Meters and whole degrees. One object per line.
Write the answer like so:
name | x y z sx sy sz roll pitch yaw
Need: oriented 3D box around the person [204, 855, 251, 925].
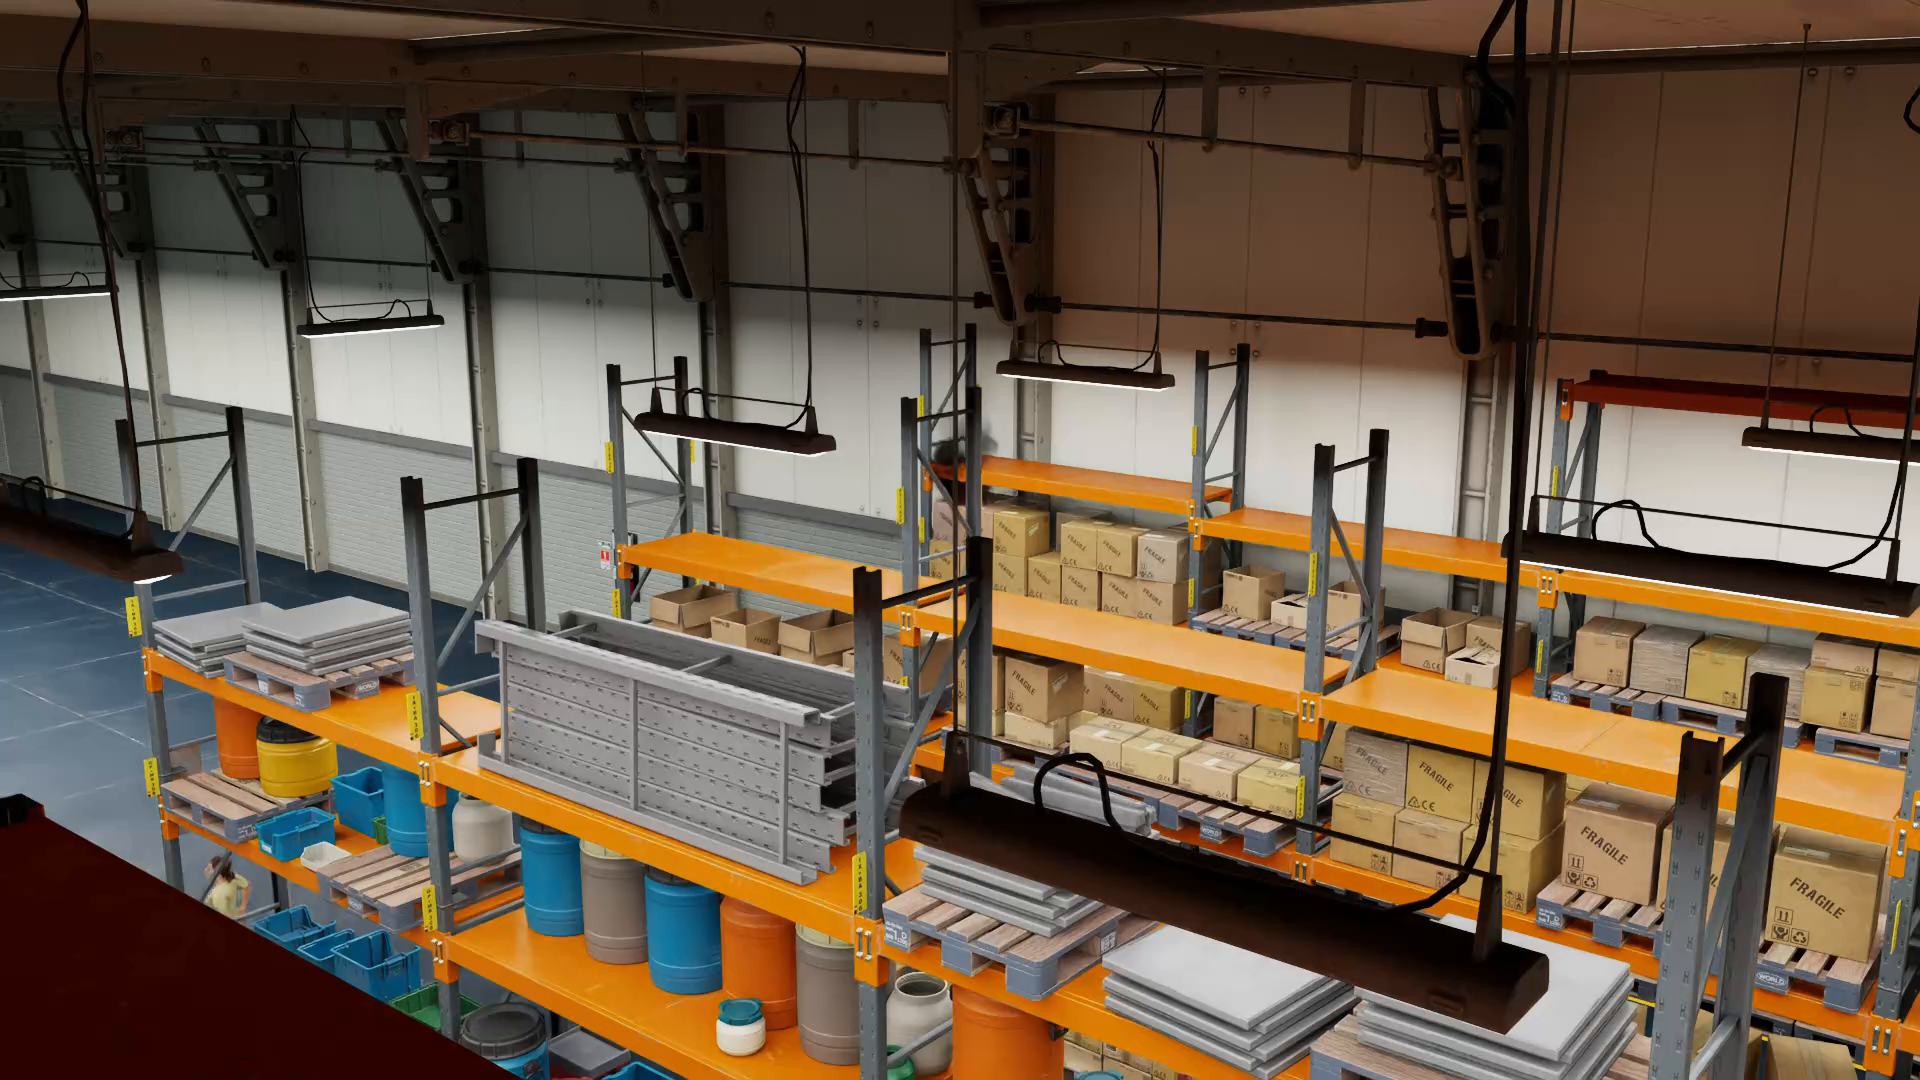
person | -7.071 3.760 15.882 0.585 1.623 0.578 -4 13 -16
